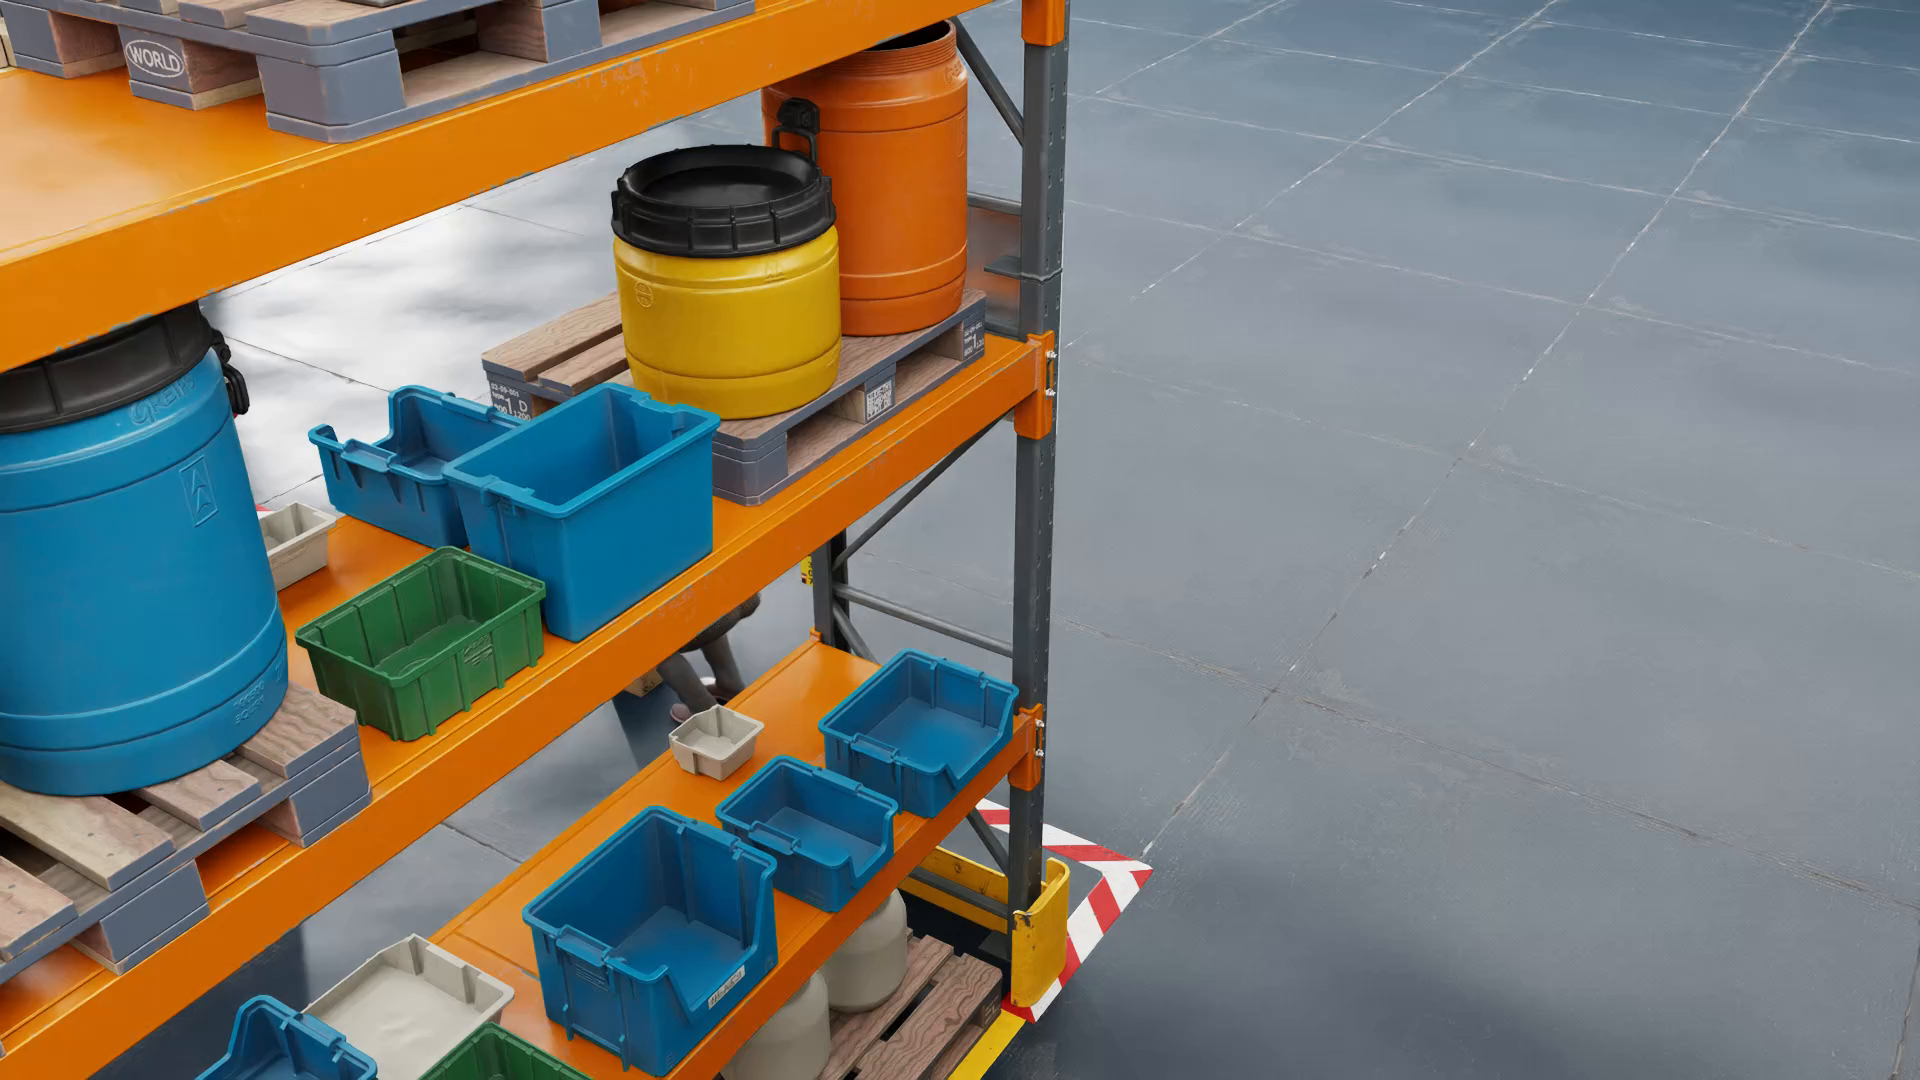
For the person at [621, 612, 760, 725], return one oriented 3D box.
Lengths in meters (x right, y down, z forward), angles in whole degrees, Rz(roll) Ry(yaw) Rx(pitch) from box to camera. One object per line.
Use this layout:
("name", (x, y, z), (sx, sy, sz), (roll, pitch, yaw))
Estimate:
("person", (-1.393, 0.523, 8.273), (0.825, 0.817, 0.466), (17, 35, 27))
